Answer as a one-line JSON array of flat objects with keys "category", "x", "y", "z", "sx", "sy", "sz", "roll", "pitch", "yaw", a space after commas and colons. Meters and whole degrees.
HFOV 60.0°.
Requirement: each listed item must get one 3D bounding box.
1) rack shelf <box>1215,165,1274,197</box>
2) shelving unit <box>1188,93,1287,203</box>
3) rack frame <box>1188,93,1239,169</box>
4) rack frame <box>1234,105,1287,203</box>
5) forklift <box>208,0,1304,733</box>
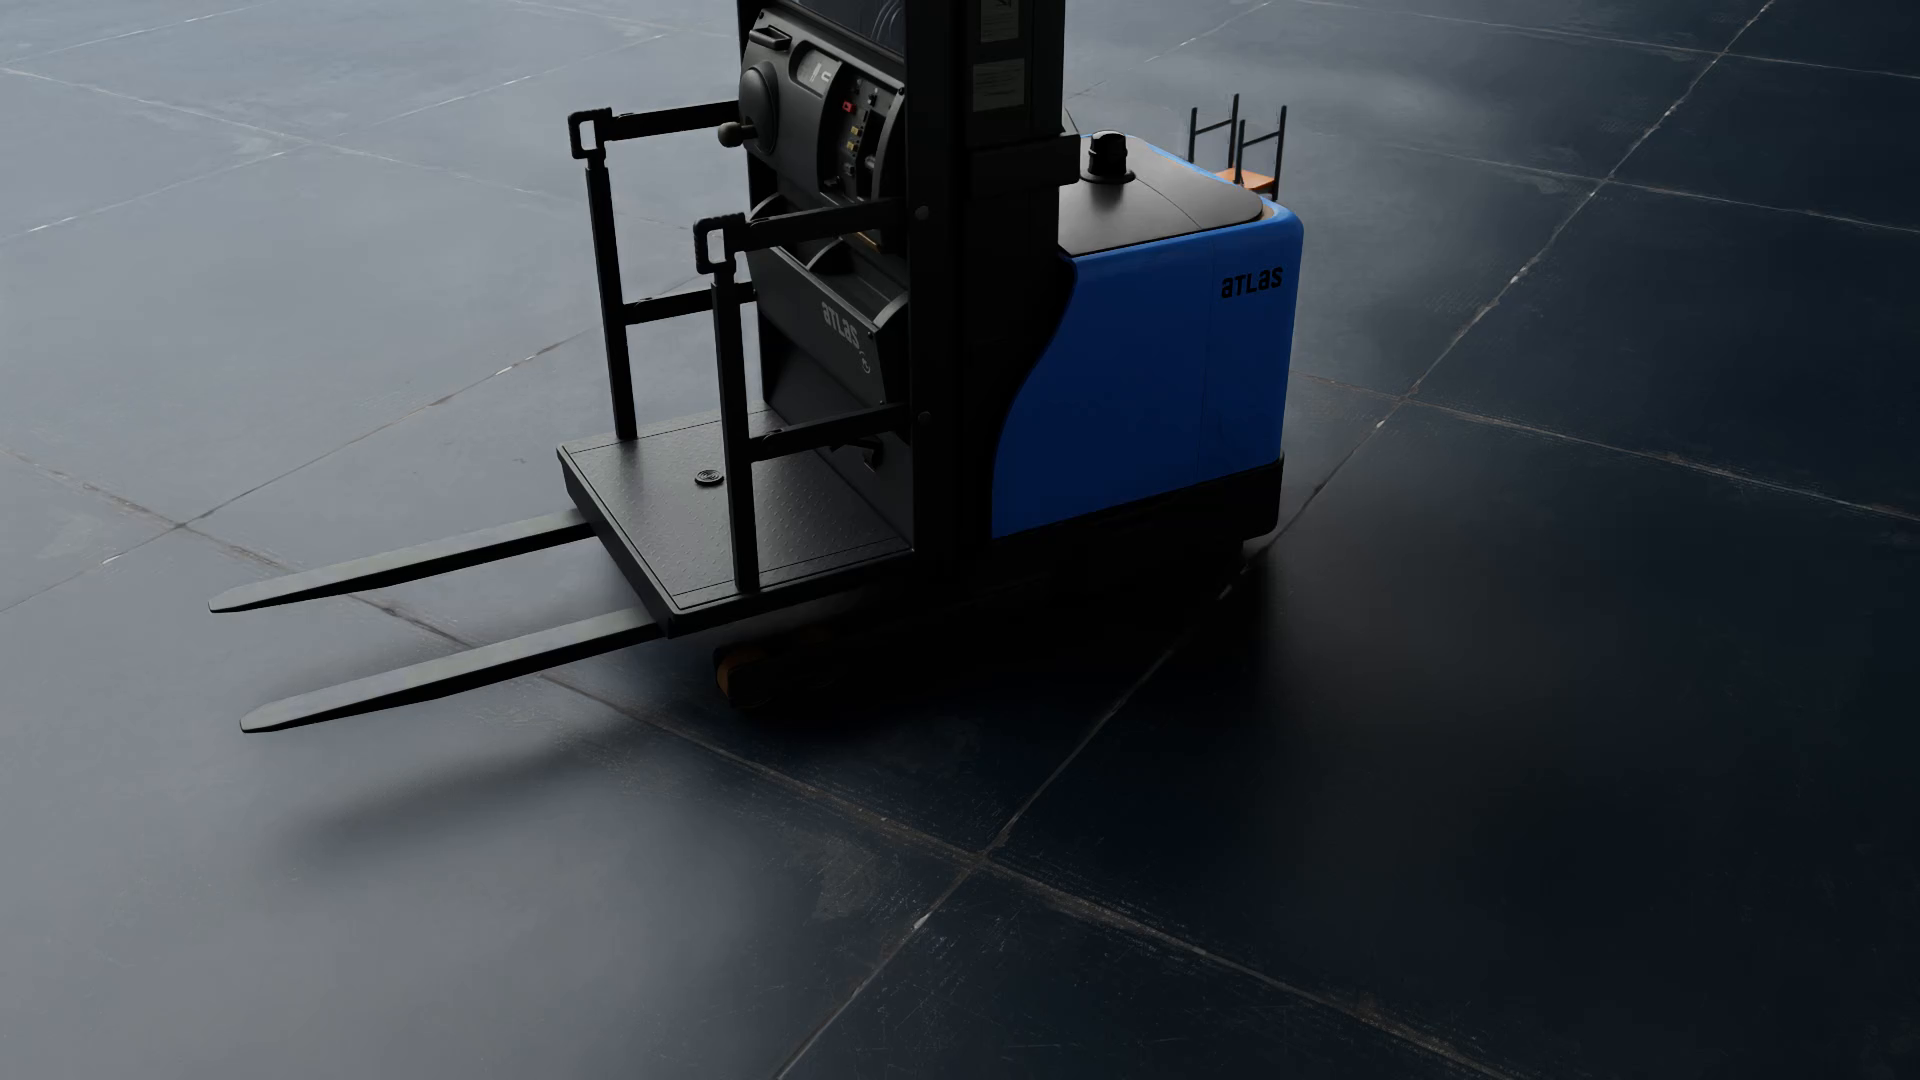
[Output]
[{"category": "rack shelf", "x": 0.870, "y": -1.105, "z": 5.327, "sx": 0.180, "sy": 0.103, "sz": 0.258, "roll": 27, "pitch": 39, "yaw": 37}, {"category": "shelving unit", "x": 0.870, "y": -0.833, "z": 5.487, "sx": 0.189, "sy": 1.200, "sz": 0.258, "roll": 27, "pitch": 39, "yaw": 37}, {"category": "rack frame", "x": 0.804, "y": -0.866, "z": 5.542, "sx": 0.006, "sy": 1.200, "sz": 0.240, "roll": 27, "pitch": 39, "yaw": 37}, {"category": "rack frame", "x": 0.935, "y": -0.801, "z": 5.431, "sx": 0.006, "sy": 1.200, "sz": 0.240, "roll": 27, "pitch": 39, "yaw": 37}, {"category": "forklift", "x": -0.553, "y": -1.118, "z": 4.257, "sx": 3.031, "sy": 2.935, "sz": 1.130, "roll": -15, "pitch": 33, "yaw": -24}]
